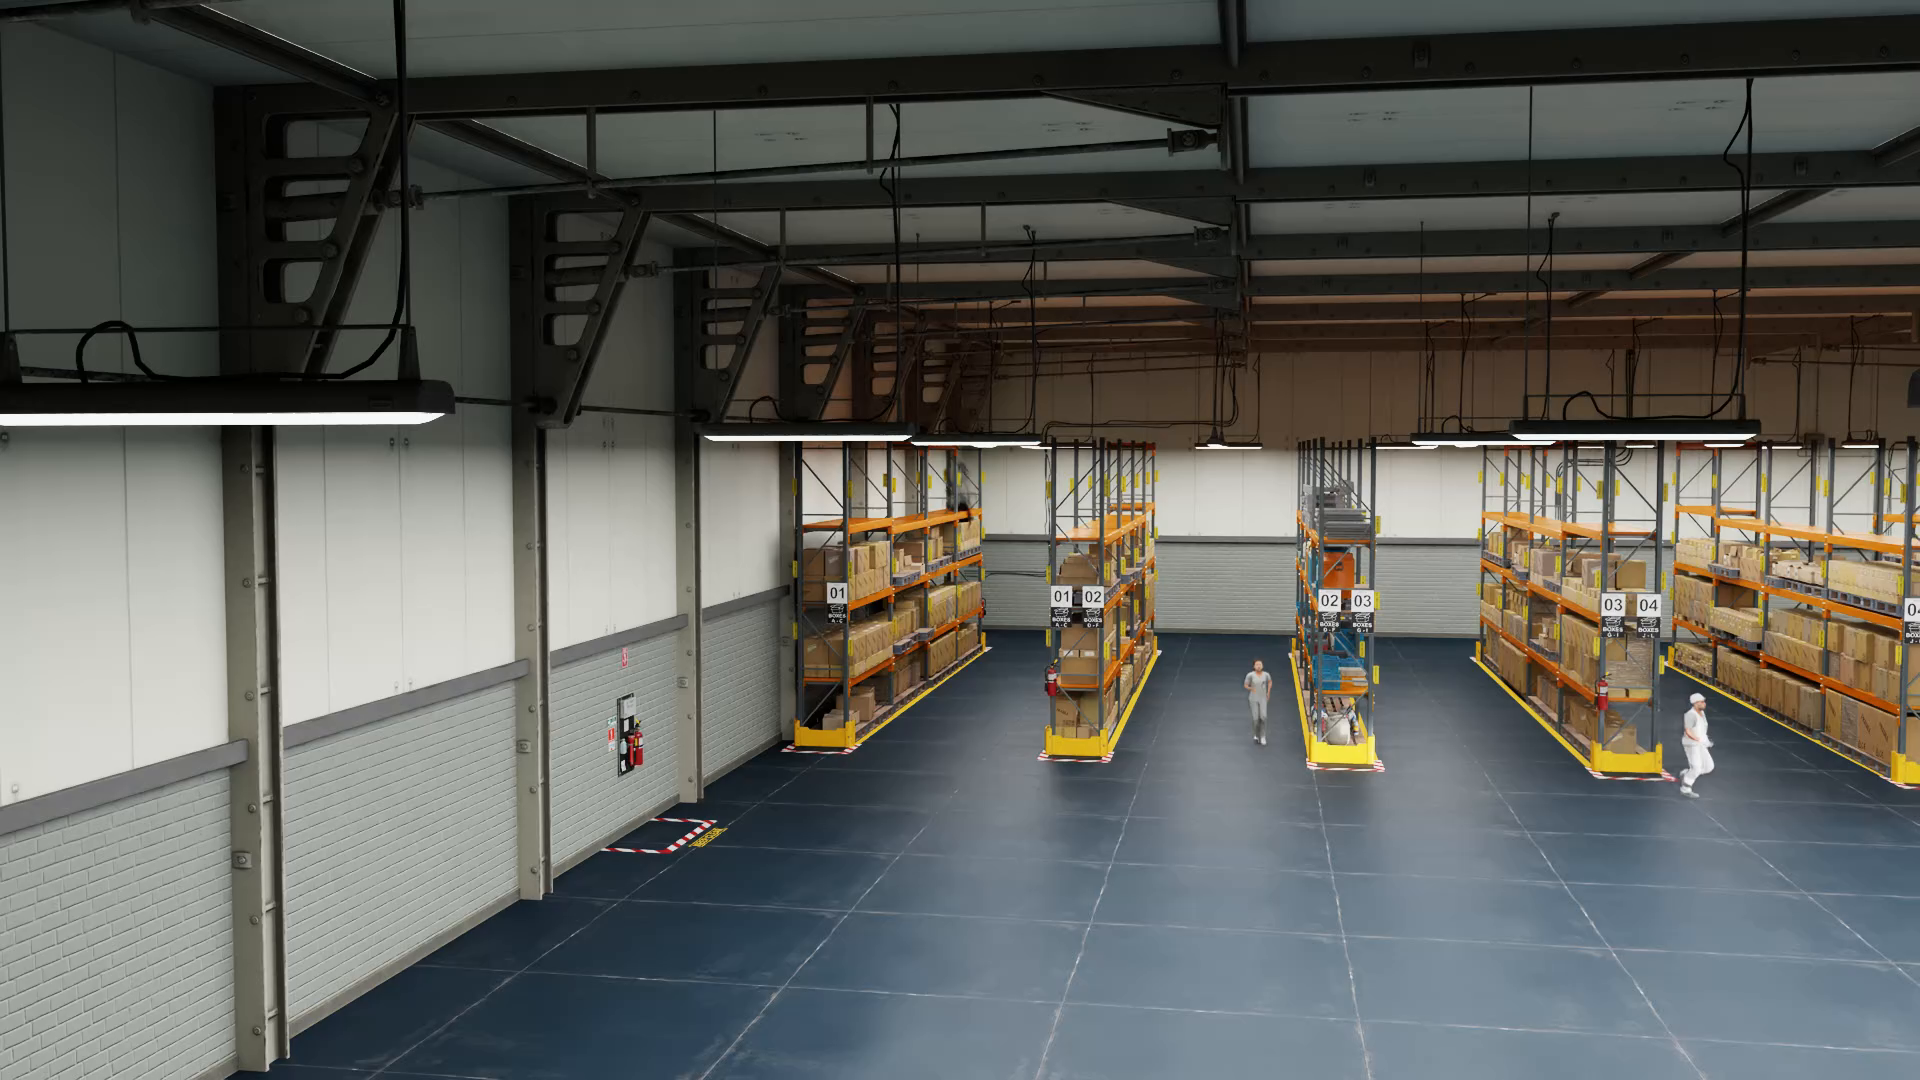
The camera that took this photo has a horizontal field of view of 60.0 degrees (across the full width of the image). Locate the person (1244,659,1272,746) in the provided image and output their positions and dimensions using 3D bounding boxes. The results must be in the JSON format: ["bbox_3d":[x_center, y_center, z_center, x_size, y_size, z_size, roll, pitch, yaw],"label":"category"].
[{"bbox_3d":[5.841,3.175,32.604,0.552,1.701,0.719,0,3,8],"label":"person"}]

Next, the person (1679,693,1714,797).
[{"bbox_3d":[12.207,3.397,27.534,0.661,1.732,0.632,-3,4,-44],"label":"person"}]
